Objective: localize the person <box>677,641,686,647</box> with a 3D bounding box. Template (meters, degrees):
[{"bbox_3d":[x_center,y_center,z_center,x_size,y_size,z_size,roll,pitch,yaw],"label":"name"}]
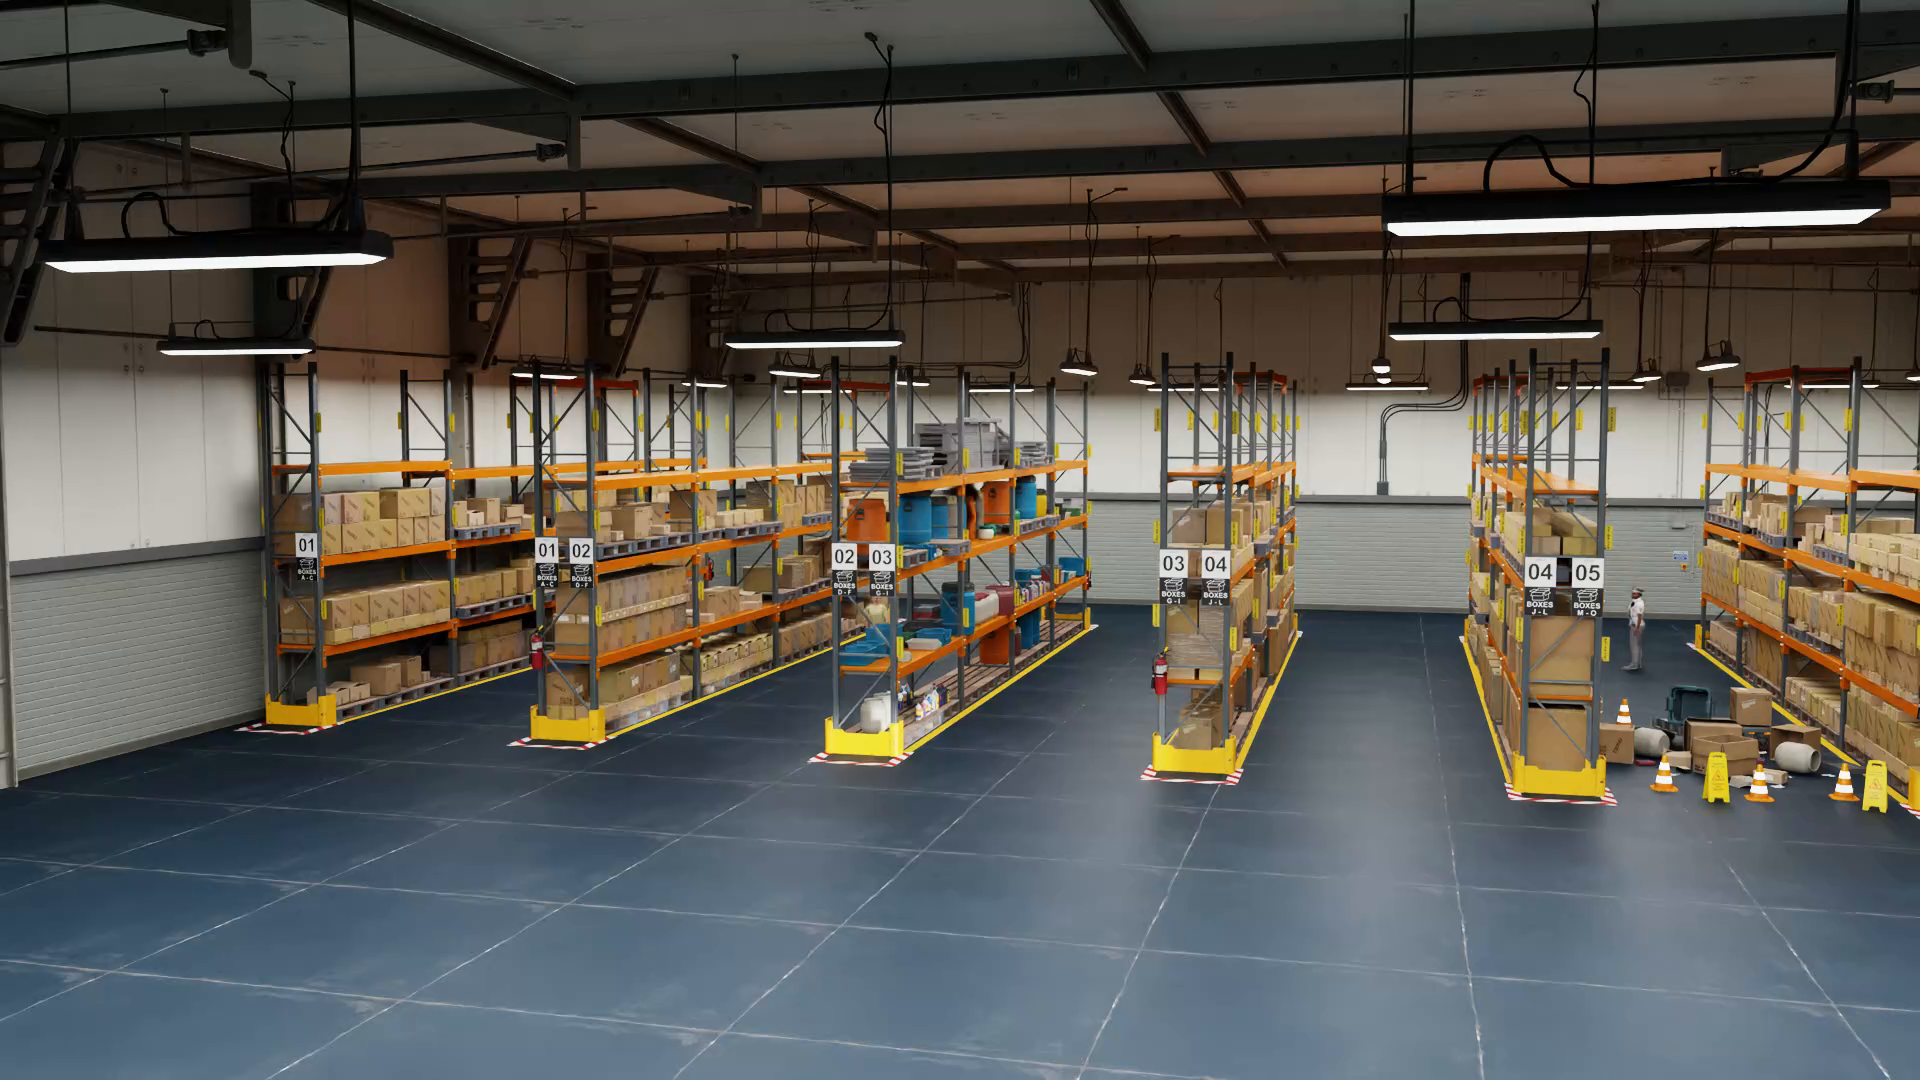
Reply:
[{"bbox_3d":[-5.792,1.758,34.219,0.492,1.683,0.998,1,4,20],"label":"person"}]

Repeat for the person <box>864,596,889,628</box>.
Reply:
[{"bbox_3d":[-1.604,1.802,32.376,0.604,1.596,1.030,2,4,24],"label":"person"}]

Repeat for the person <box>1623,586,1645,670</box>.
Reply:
[{"bbox_3d":[13.759,1.785,33.891,0.373,1.689,0.506,2,5,29],"label":"person"}]
